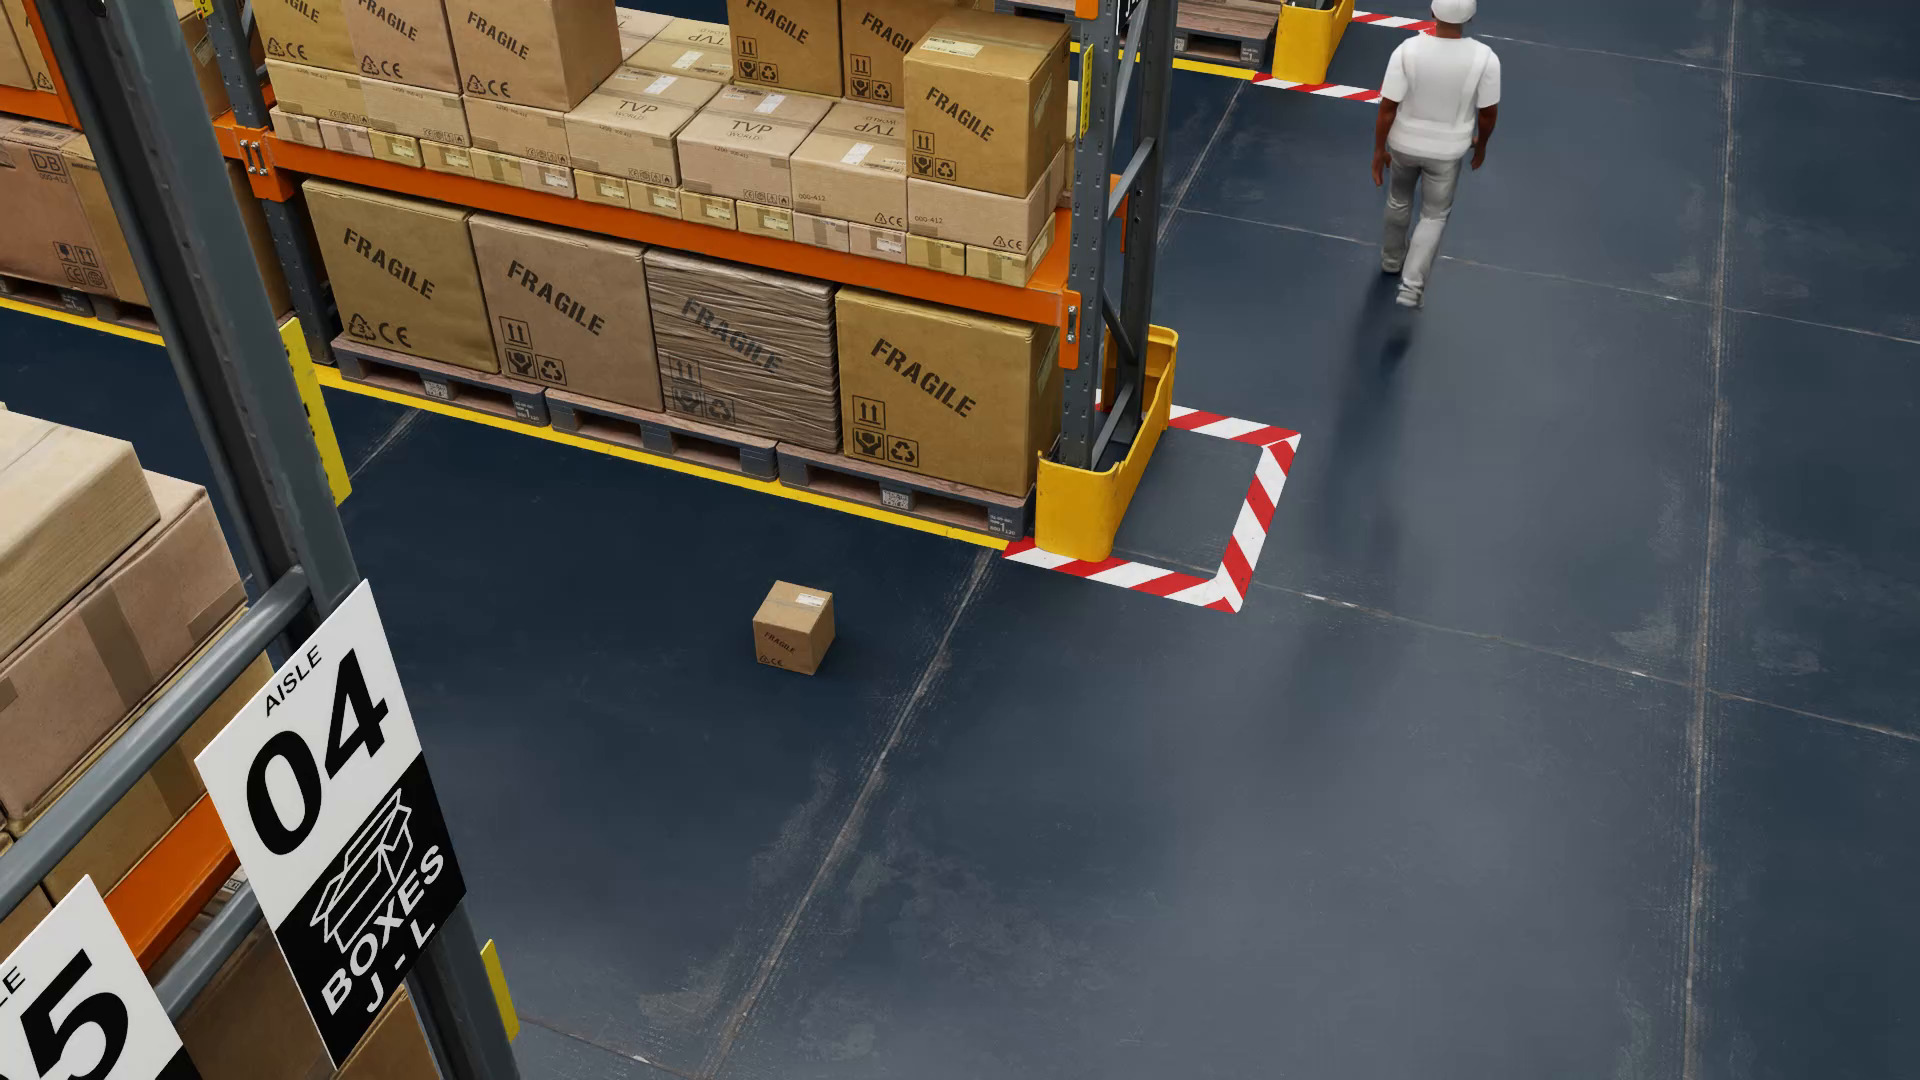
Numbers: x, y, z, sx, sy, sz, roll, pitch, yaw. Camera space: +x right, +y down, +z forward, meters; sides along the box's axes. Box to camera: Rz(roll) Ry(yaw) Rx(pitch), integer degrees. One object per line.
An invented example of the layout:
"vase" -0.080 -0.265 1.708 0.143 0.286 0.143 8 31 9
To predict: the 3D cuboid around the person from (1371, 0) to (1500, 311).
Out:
"person" 2.380 -1.995 8.412 0.569 1.737 0.932 14 43 15
